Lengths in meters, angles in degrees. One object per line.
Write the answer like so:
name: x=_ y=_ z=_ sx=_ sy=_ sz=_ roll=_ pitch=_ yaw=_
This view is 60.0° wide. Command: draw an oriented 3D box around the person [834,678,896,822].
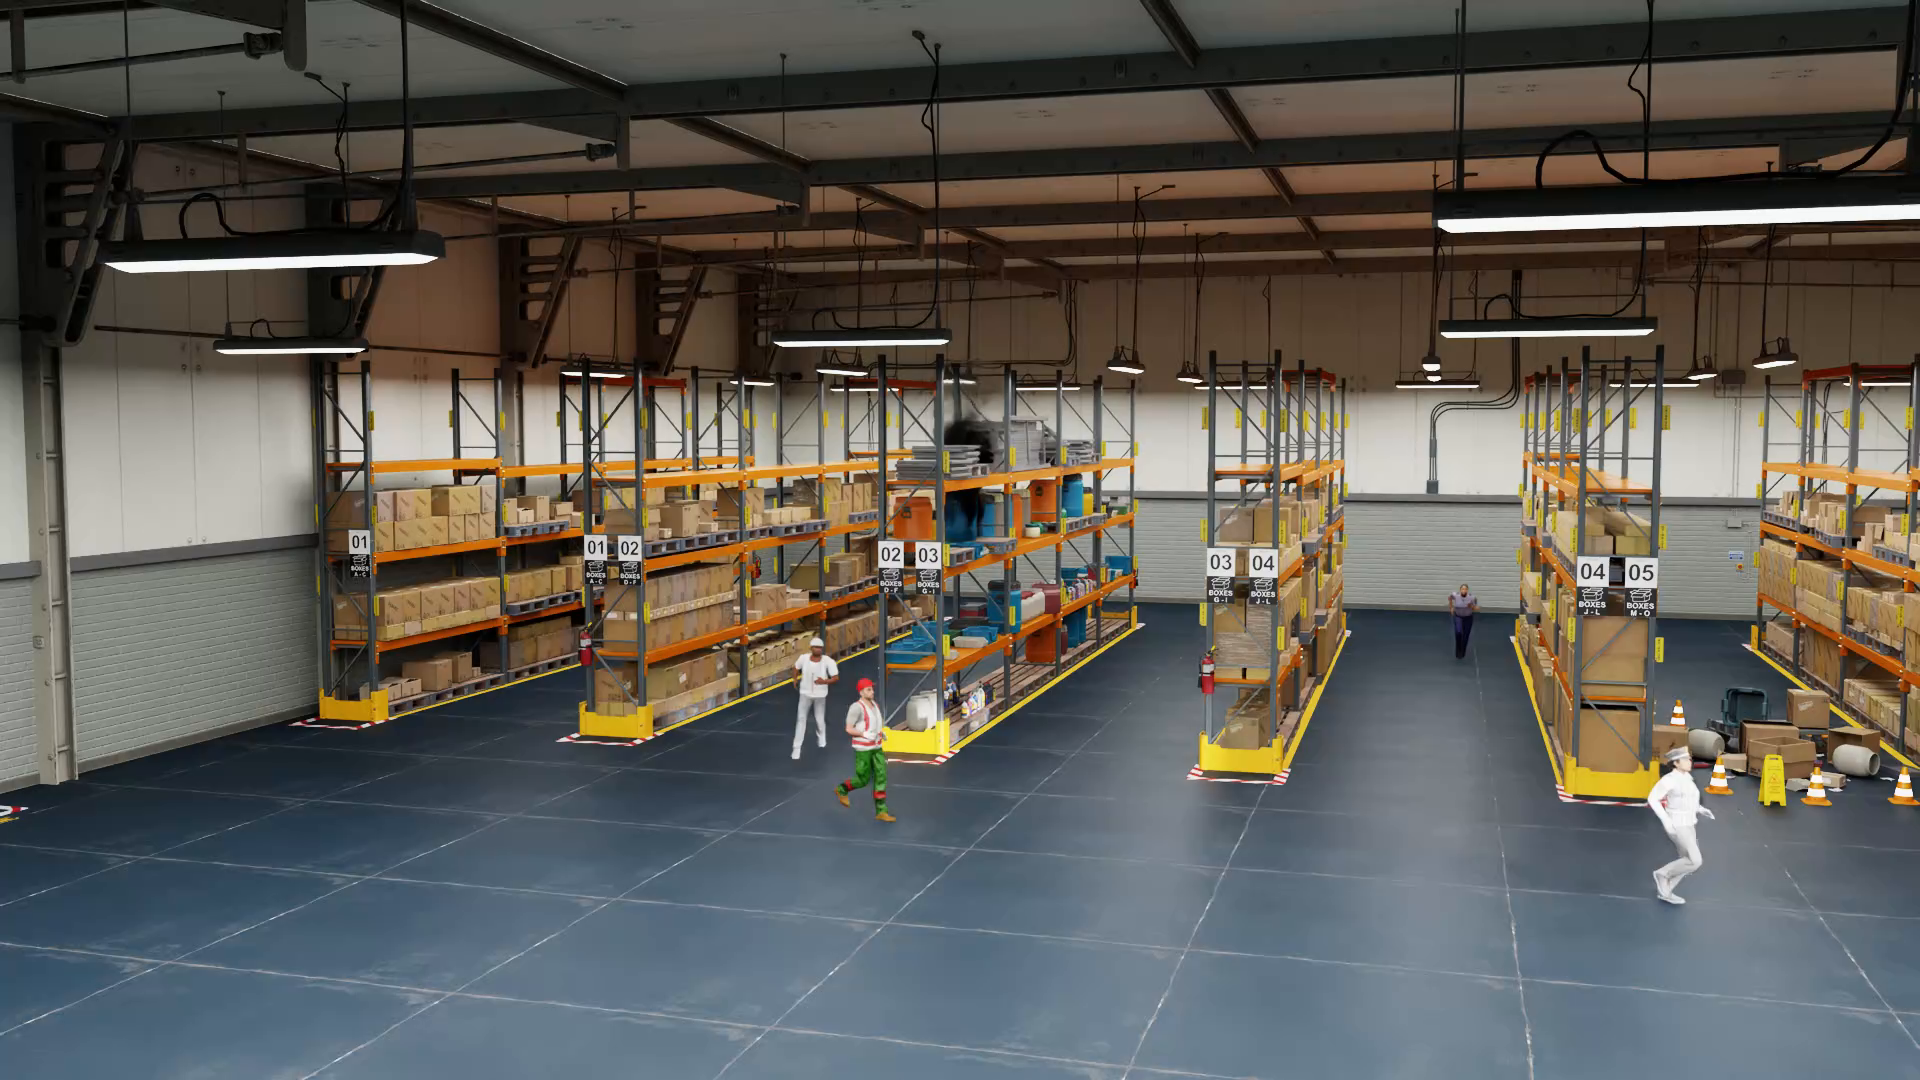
person: x=-1.168 y=2.613 z=20.861 sx=0.947 sy=1.770 sz=0.656 roll=3 pitch=5 yaw=38

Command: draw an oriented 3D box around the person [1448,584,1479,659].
person: x=10.582 y=1.700 z=34.984 sx=0.594 sy=1.602 sz=0.881 roll=1 pitch=4 yaw=11

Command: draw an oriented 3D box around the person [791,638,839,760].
person: x=-2.175 y=2.339 z=24.981 sx=0.713 sy=1.757 sz=0.991 roll=0 pitch=4 yaw=1

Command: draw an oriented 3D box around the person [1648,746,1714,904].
person: x=7.472 y=2.945 z=17.143 sx=0.614 sy=1.651 sz=0.546 roll=-4 pitch=5 yaw=-42
